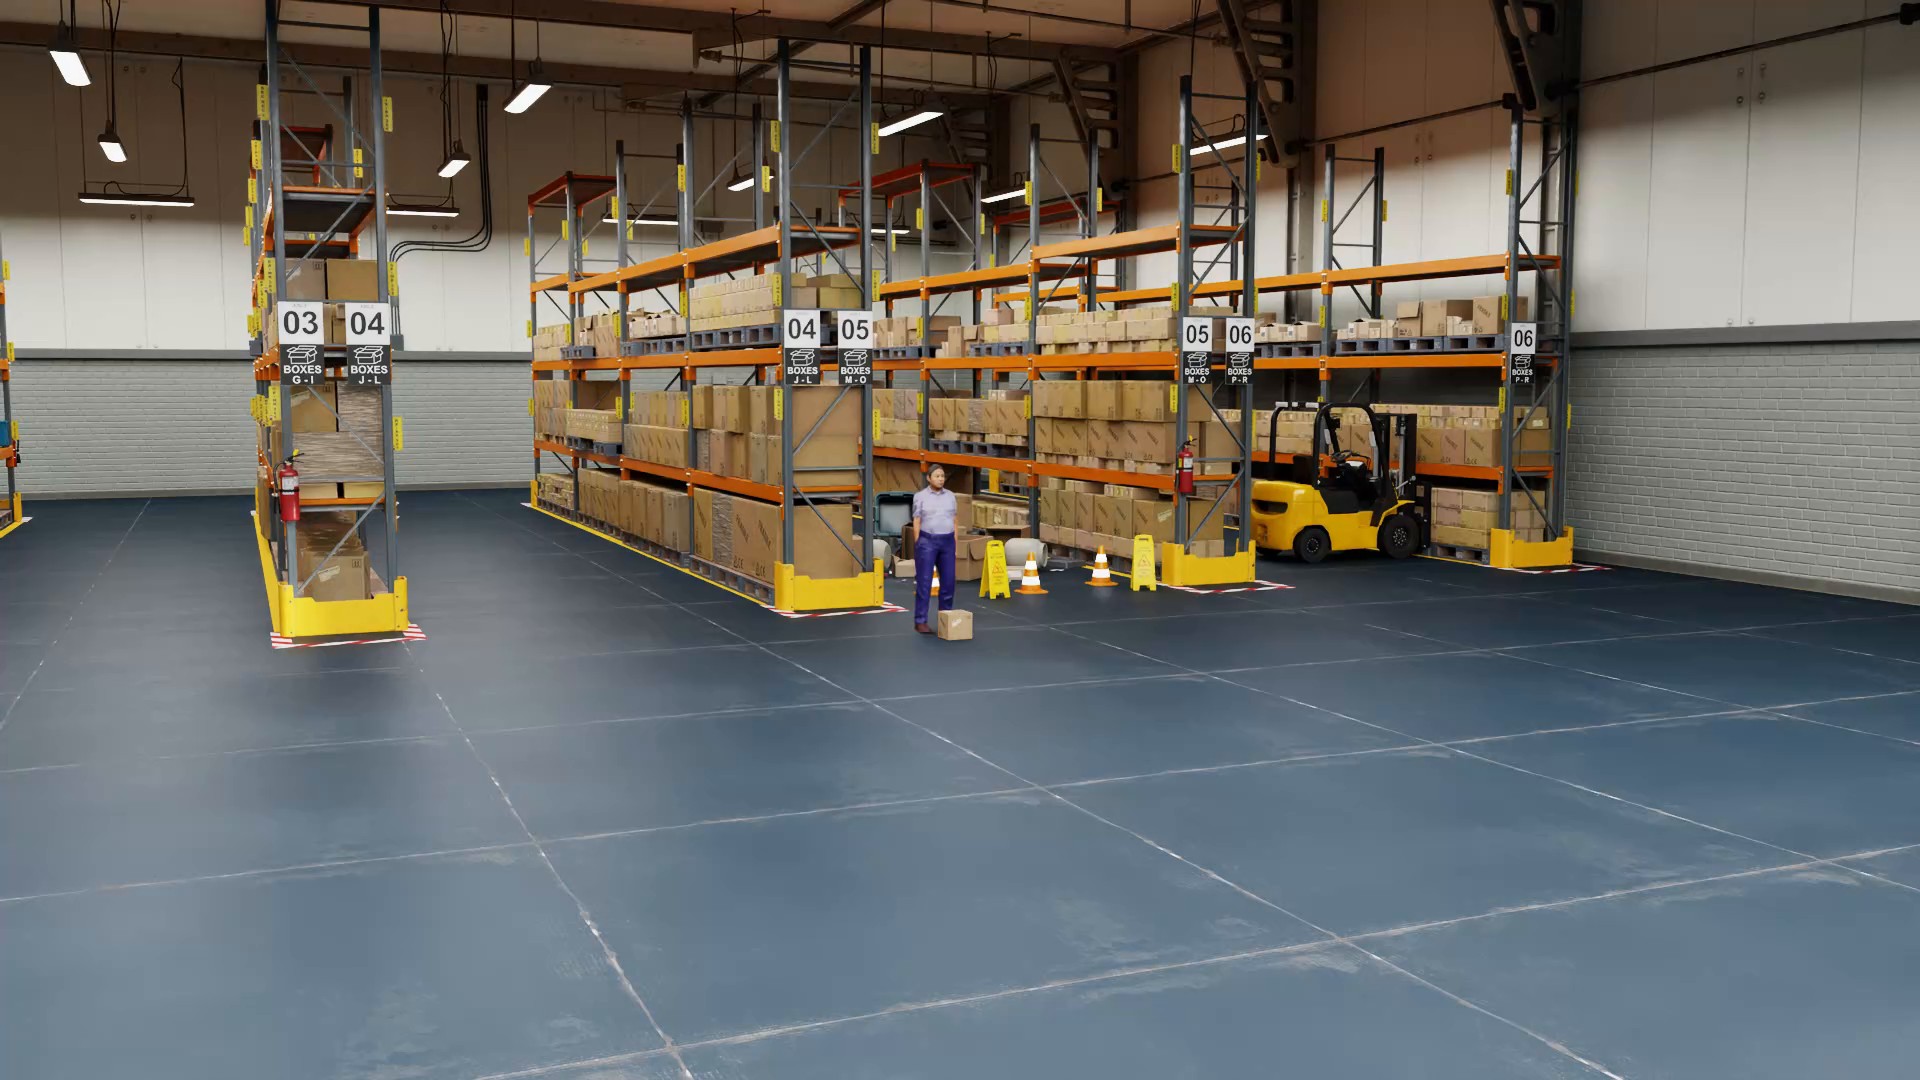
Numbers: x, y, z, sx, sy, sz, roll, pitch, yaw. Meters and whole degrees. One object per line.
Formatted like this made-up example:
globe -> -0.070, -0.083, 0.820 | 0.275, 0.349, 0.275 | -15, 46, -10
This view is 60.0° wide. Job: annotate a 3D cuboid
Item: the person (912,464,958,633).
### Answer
person -> -0.229, 0.103, 16.293 | 0.467, 1.691, 0.351 | -2, 6, -22
